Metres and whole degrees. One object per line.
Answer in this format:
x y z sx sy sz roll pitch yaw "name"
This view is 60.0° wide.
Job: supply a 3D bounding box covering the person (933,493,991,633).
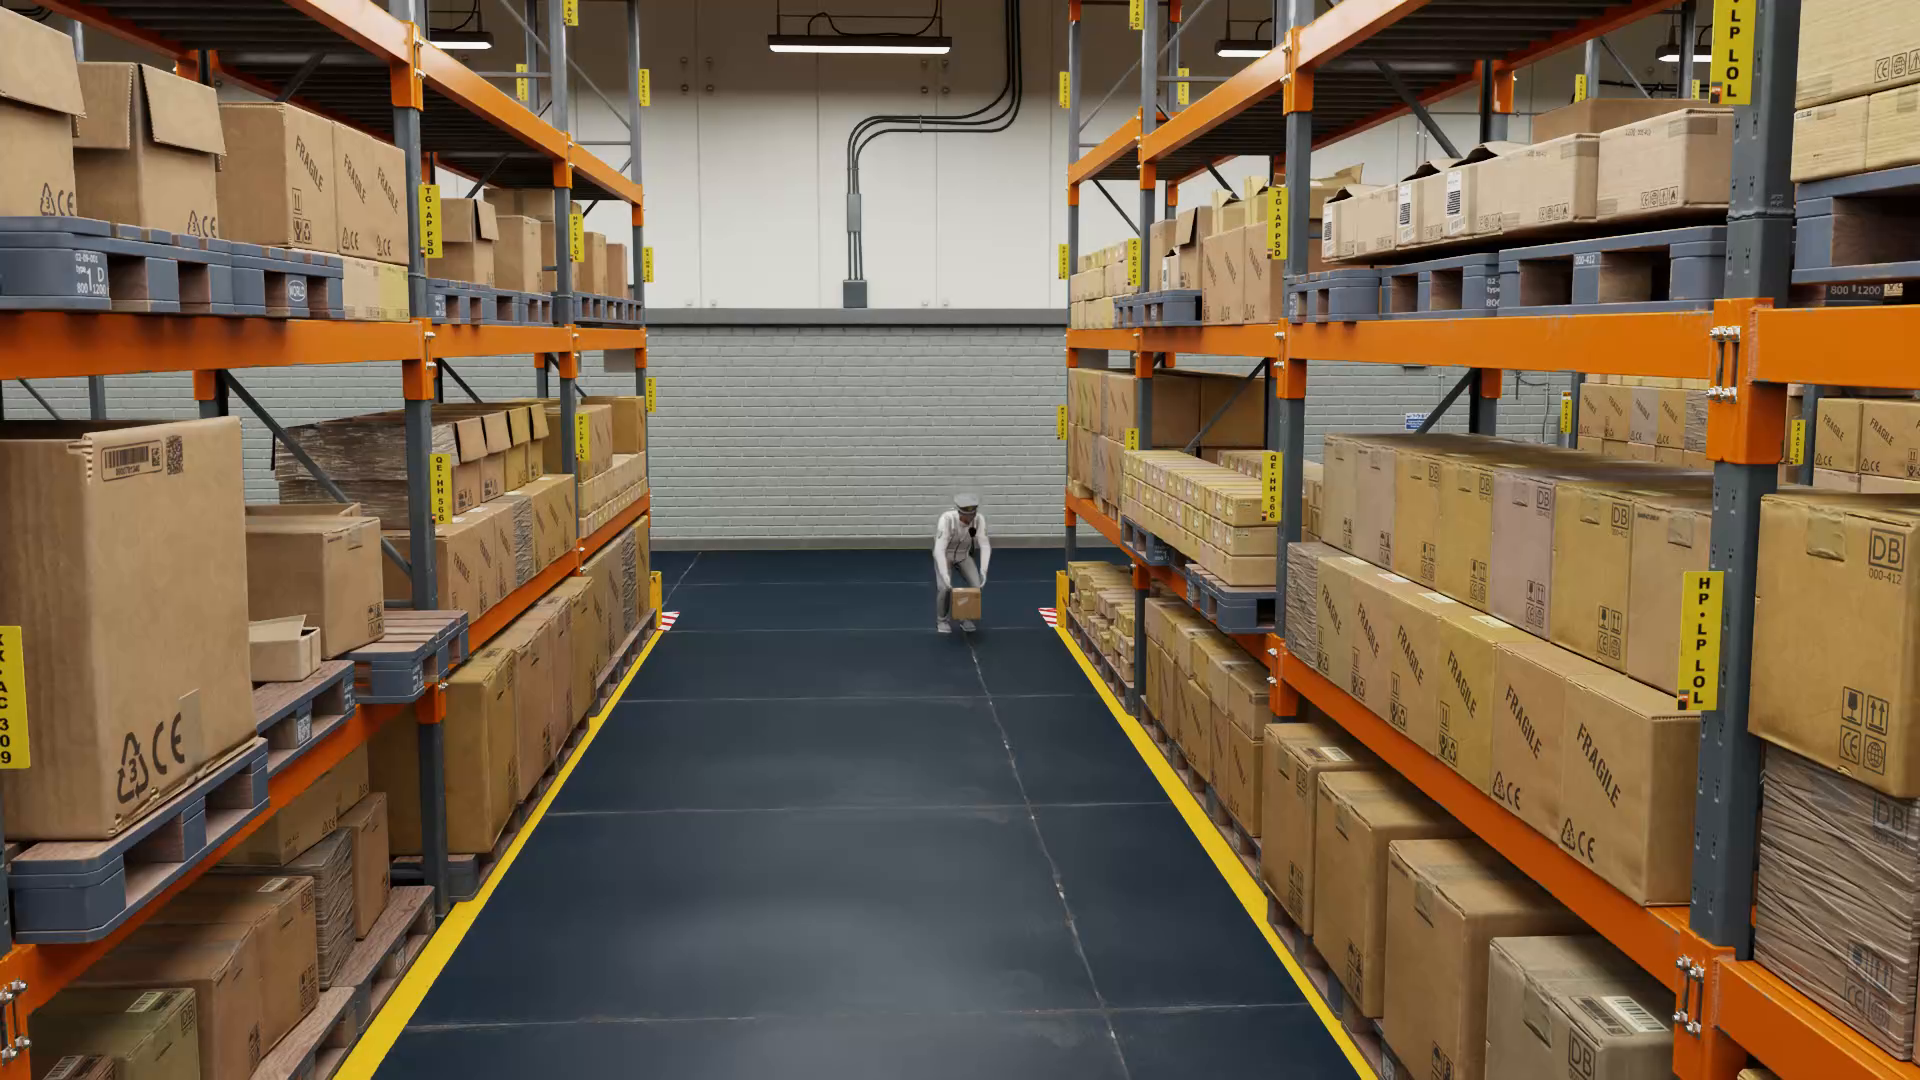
0.010 0.205 15.519 0.534 1.322 0.737 -2 7 -13 "person"
